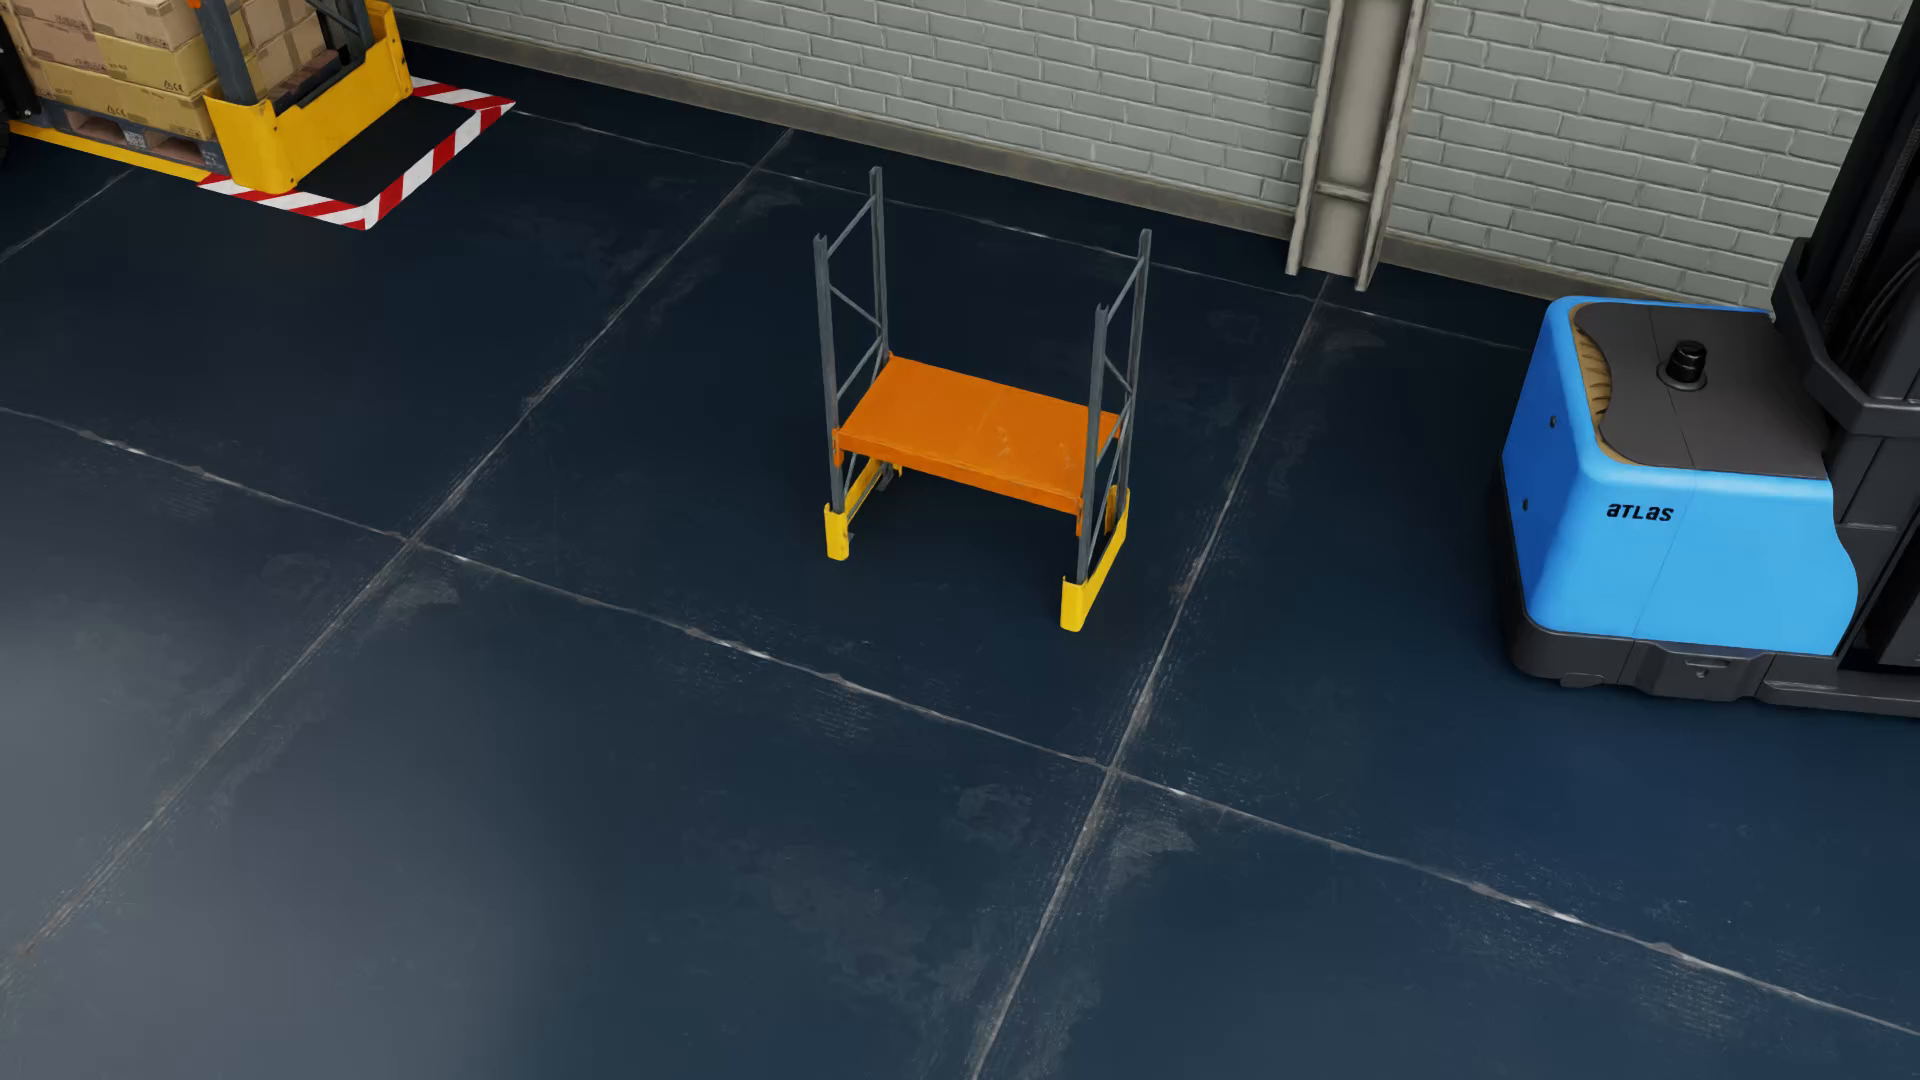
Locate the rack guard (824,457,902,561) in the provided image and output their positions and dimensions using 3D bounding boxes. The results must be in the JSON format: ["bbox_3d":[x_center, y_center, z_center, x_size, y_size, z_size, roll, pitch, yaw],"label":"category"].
[{"bbox_3d":[-0.389,-0.203,6.777,0.087,0.250,0.587,16,47,16],"label":"rack guard"}]

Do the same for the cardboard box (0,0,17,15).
[{"bbox_3d":[-4.917,-2.971,8.552,0.500,0.250,0.500,17,47,16],"label":"cardboard box"}]

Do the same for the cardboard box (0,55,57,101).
[{"bbox_3d":[-4.898,-2.634,8.923,0.500,0.250,0.500,17,47,16],"label":"cardboard box"}]

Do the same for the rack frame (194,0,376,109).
[{"bbox_3d":[-3.429,-3.255,7.895,0.127,3.000,1.000,16,47,16],"label":"rack frame"}]

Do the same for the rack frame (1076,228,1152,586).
[{"bbox_3d":[0.548,-0.370,6.059,0.032,1.500,0.500,16,47,16],"label":"rack frame"}]

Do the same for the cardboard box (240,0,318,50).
[{"bbox_3d":[-3.783,-2.869,8.805,0.500,0.250,0.500,17,47,17],"label":"cardboard box"}]

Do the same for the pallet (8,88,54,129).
[{"bbox_3d":[-5.273,-2.779,9.394,1.213,0.211,1.003,16,47,16],"label":"pallet"}]

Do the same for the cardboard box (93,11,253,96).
[{"bbox_3d":[-3.999,-2.535,8.469,0.500,0.250,0.500,16,47,15],"label":"cardboard box"}]

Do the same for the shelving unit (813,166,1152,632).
[{"bbox_3d":[0.070,-0.511,6.200,1.083,1.500,0.587,16,47,16],"label":"shelving unit"}]

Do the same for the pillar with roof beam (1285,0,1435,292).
[{"bbox_3d":[0.155,-1.726,2.105,0.400,9.000,9.100,16,47,16],"label":"pillar with roof beam"}]

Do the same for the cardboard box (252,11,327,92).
[{"bbox_3d":[-3.807,-2.690,8.979,0.500,0.250,0.500,17,47,16],"label":"cardboard box"}]

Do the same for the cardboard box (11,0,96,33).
[{"bbox_3d":[-4.448,-2.841,8.421,0.500,0.250,0.500,17,47,17],"label":"cardboard box"}]

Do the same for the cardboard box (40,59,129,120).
[{"bbox_3d":[-4.440,-2.492,8.780,0.500,0.250,0.500,16,47,16],"label":"cardboard box"}]

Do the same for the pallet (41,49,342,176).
[{"bbox_3d":[-4.151,-2.447,9.060,1.213,0.211,1.003,16,47,16],"label":"pallet"}]

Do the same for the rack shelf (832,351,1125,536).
[{"bbox_3d":[0.079,-0.381,6.325,1.000,0.185,0.538,16,47,16],"label":"rack shelf"}]

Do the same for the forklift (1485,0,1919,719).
[{"bbox_3d":[3.603,-0.727,5.402,3.031,2.935,1.130,5,45,5],"label":"forklift"}]

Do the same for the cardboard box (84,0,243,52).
[{"bbox_3d":[-3.974,-2.706,8.286,0.500,0.250,0.500,18,48,17],"label":"cardboard box"}]

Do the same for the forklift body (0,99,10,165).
[{"bbox_3d":[-5.882,-2.282,7.518,1.214,2.155,2.313,16,47,16],"label":"forklift body"}]

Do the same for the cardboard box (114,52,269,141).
[{"bbox_3d":[-3.985,-2.351,8.638,0.500,0.250,0.500,17,47,16],"label":"cardboard box"}]

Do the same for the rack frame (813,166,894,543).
[{"bbox_3d":[-0.390,-0.647,6.336,0.032,1.500,0.500,16,47,16],"label":"rack frame"}]

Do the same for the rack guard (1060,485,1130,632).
[{"bbox_3d":[0.530,0.067,6.505,0.087,0.250,0.587,16,47,16],"label":"rack guard"}]

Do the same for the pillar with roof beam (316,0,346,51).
[{"bbox_3d":[-5.382,-3.355,3.742,0.400,9.000,9.100,16,47,16],"label":"pillar with roof beam"}]

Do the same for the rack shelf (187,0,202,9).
[{"bbox_3d":[-5.275,-3.543,8.695,4.000,0.370,1.077,16,47,16],"label":"rack shelf"}]

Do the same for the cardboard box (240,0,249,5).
[{"bbox_3d":[-3.800,-3.038,8.619,0.500,0.250,0.500,16,47,15],"label":"cardboard box"}]

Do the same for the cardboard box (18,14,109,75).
[{"bbox_3d":[-4.458,-2.678,8.613,0.500,0.250,0.500,16,47,15],"label":"cardboard box"}]

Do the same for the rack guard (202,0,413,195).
[{"bbox_3d":[-3.407,-2.363,8.770,0.348,0.500,1.175,16,47,16],"label":"rack guard"}]

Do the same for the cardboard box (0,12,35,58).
[{"bbox_3d":[-4.942,-2.805,8.740,0.500,0.250,0.500,15,47,15],"label":"cardboard box"}]
